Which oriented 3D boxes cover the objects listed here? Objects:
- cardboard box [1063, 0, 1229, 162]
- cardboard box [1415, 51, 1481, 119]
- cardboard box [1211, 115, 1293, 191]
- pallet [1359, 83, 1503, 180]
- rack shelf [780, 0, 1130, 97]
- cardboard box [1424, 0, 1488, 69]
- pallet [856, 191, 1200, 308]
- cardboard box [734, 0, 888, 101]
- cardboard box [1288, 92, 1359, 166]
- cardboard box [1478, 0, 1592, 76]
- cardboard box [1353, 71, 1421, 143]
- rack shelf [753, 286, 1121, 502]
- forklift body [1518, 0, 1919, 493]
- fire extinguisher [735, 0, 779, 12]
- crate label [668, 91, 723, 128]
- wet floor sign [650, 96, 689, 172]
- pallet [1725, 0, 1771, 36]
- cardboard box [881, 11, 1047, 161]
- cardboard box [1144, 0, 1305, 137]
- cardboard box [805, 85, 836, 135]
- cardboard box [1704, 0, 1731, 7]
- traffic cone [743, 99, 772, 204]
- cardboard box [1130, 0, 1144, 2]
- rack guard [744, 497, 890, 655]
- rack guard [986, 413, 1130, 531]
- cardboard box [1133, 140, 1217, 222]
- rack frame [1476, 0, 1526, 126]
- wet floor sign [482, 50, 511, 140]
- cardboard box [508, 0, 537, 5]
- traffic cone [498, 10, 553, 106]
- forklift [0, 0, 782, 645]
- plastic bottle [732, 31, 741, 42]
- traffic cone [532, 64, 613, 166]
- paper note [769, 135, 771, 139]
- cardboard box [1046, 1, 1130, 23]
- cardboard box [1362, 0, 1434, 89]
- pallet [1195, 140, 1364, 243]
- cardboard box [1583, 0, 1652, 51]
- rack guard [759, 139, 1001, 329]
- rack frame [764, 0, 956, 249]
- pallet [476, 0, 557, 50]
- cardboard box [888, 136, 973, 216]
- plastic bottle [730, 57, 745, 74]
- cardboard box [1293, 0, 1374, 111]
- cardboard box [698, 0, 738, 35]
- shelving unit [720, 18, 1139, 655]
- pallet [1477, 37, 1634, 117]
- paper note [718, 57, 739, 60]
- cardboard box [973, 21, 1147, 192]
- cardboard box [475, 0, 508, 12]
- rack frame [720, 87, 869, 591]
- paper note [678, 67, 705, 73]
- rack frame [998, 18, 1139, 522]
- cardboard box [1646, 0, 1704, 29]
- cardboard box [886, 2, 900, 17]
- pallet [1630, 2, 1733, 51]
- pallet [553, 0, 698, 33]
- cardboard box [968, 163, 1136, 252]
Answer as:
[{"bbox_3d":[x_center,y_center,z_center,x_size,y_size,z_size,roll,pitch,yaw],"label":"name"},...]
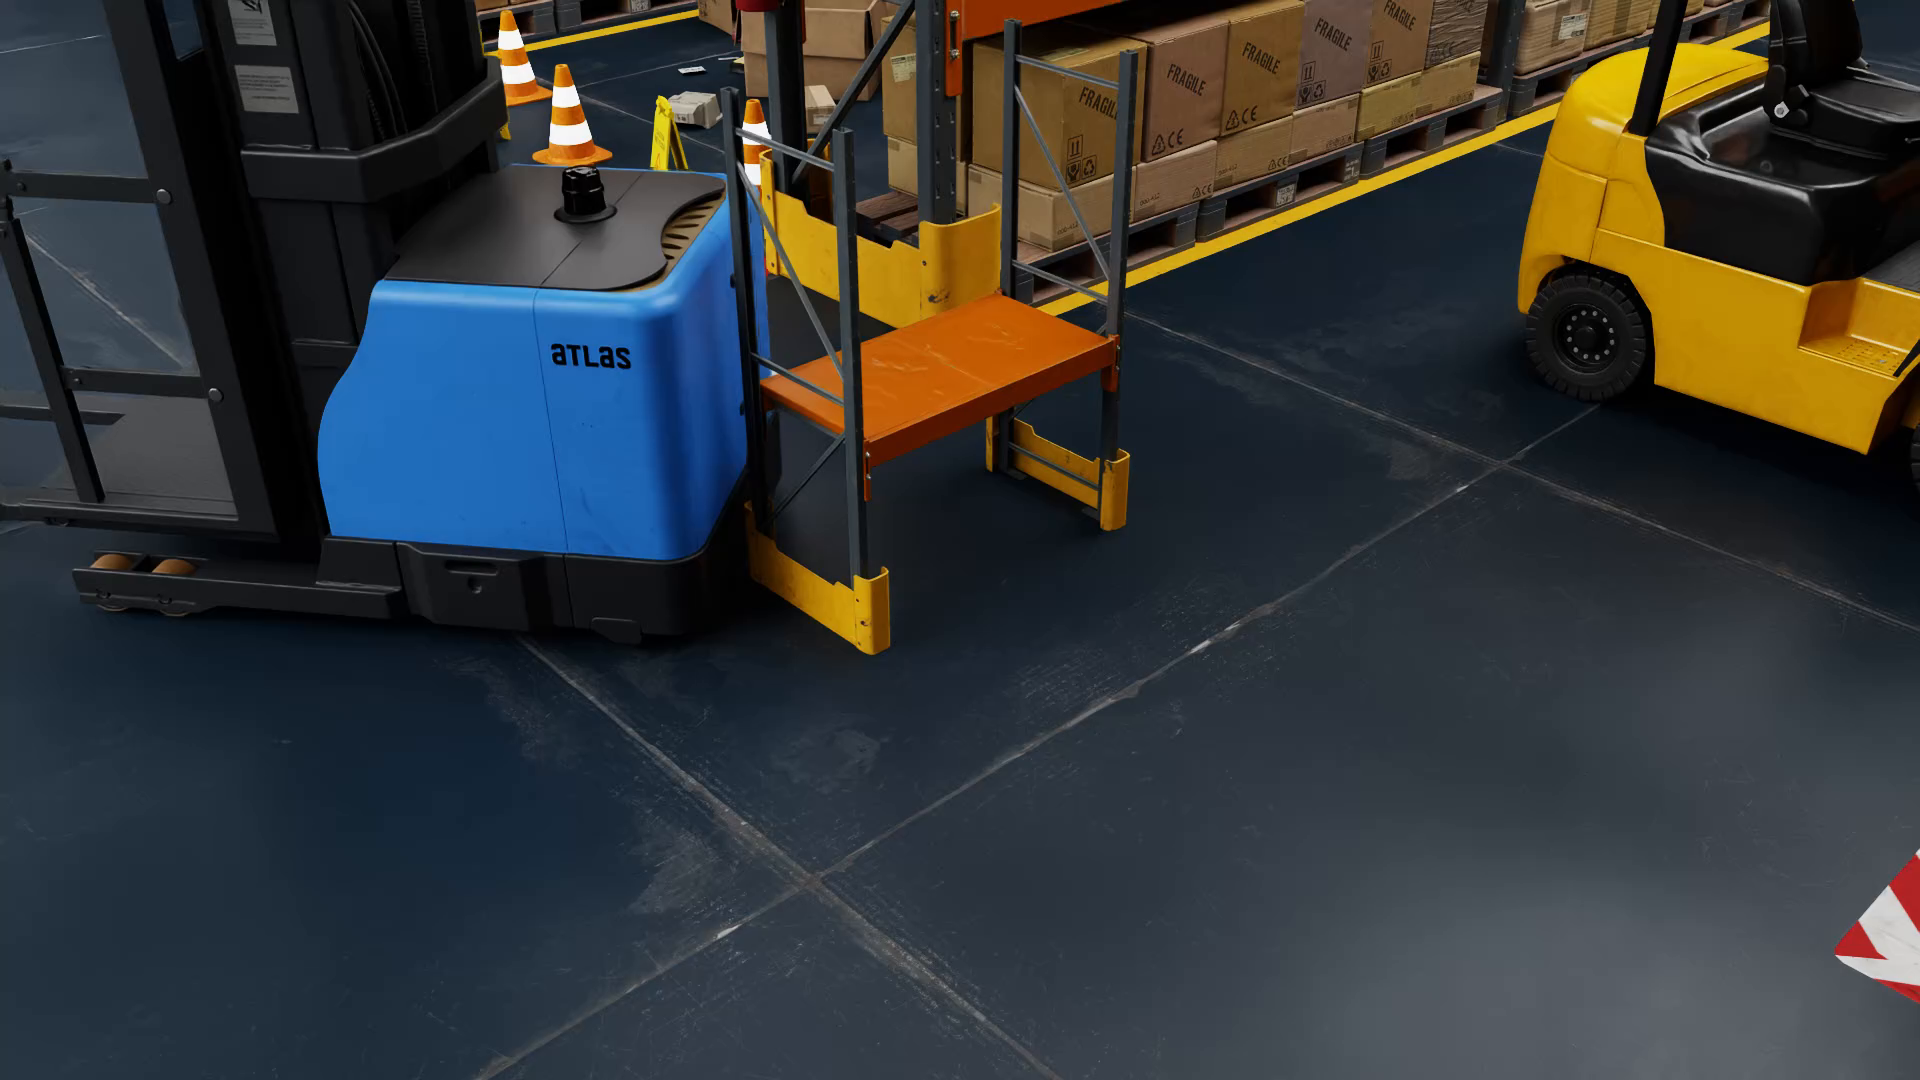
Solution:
[{"bbox_3d":[0.782,-1.969,7.110,0.500,0.500,0.500,-28,41,-37],"label":"cardboard box"},{"bbox_3d":[2.287,-2.380,8.499,0.500,0.250,0.500,-24,39,-33],"label":"cardboard box"},{"bbox_3d":[1.155,-1.830,7.601,0.500,0.250,0.500,-23,38,-32],"label":"cardboard box"},{"bbox_3d":[2.070,-2.245,8.719,1.213,0.211,1.003,-26,40,-35],"label":"pallet"},{"bbox_3d":[1.071,-2.670,7.430,4.000,0.370,1.077,-26,40,-35],"label":"rack shelf"},{"bbox_3d":[2.287,-2.700,8.304,0.500,0.500,0.500,-26,40,-36],"label":"cardboard box"},{"bbox_3d":[0.280,-1.379,7.303,1.213,0.211,1.003,-26,40,-35],"label":"pallet"},{"bbox_3d":[-0.829,-2.794,9.336,0.797,0.503,0.637,4,32,6],"label":"cardboard box"},{"bbox_3d":[1.528,-2.008,7.892,0.500,0.250,0.500,-25,39,-35],"label":"cardboard box"},{"bbox_3d":[2.921,-2.931,9.285,0.625,0.372,0.950,-25,39,-35],"label":"cardboard box"},{"bbox_3d":[1.904,-2.187,8.184,0.500,0.250,0.500,-27,41,-37],"label":"cardboard box"},{"bbox_3d":[-0.062,-0.456,4.903,1.000,0.185,0.538,-26,40,-35],"label":"rack shelf"},{"bbox_3d":[3.133,-1.378,5.442,1.214,2.155,2.313,-26,40,-35],"label":"forklift body"},{"bbox_3d":[-0.792,-2.370,6.325,0.183,0.674,0.296,-26,40,-35],"label":"fire extinguisher"},{"bbox_3d":[-1.427,-2.299,8.878,0.250,0.136,0.298,9,33,15],"label":"crate label"},{"bbox_3d":[-1.262,-1.605,7.256,0.232,0.644,0.267,-12,34,-19],"label":"wet floor sign"},{"bbox_3d":[4.897,-3.639,10.998,1.213,0.211,1.003,-26,40,-35],"label":"pallet"},{"bbox_3d":[0.015,-1.977,7.123,0.500,0.500,0.500,-26,40,-35],"label":"cardboard box"},{"bbox_3d":[1.155,-2.144,7.396,0.500,0.500,0.500,-25,39,-35],"label":"cardboard box"},{"bbox_3d":[-0.808,-2.288,8.850,0.250,0.149,0.380,-7,32,-11],"label":"cardboard box"},{"bbox_3d":[4.514,-3.702,10.545,0.625,0.372,0.950,-27,40,-36],"label":"cardboard box"},{"bbox_3d":[-0.957,-1.831,7.801,0.334,0.463,0.336,-26,40,-35],"label":"traffic cone"},{"bbox_3d":[0.770,-2.340,7.716,0.500,0.500,0.500,-27,40,-36],"label":"cardboard box"},{"bbox_3d":[-0.420,0.097,4.852,0.087,0.250,0.587,-26,40,-35],"label":"rack guard"},{"bbox_3d":[0.310,-0.256,5.429,0.087,0.250,0.587,-26,40,-35],"label":"rack guard"},{"bbox_3d":[0.764,-1.632,7.277,0.500,0.250,0.500,-24,39,-34],"label":"cardboard box"},{"bbox_3d":[2.538,-3.686,8.403,0.127,3.000,1.000,-26,40,-35],"label":"rack frame"},{"bbox_3d":[-2.510,-2.353,8.479,0.267,0.644,0.232,22,37,31],"label":"wet floor sign"},{"bbox_3d":[-2.739,-3.976,10.512,0.875,0.875,0.875,-27,40,-36],"label":"cardboard box"},{"bbox_3d":[-2.480,-2.688,9.202,0.334,0.463,0.336,-26,40,-35],"label":"traffic cone"},{"bbox_3d":[-2.144,-1.293,4.556,3.031,2.935,1.130,4,32,7],"label":"forklift"},{"bbox_3d":[-1.254,-3.107,10.273,0.283,0.061,0.133,15,34,23],"label":"plastic bottle"},{"bbox_3d":[-1.961,-2.135,8.298,0.334,0.463,0.336,-26,40,-35],"label":"traffic cone"},{"bbox_3d":[-1.055,-2.097,8.651,0.148,0.019,0.142,15,34,23],"label":"paper note"},{"bbox_3d":[0.395,-2.164,7.427,0.500,0.500,0.500,-24,39,-34],"label":"cardboard box"},{"bbox_3d":[1.915,-2.519,8.008,0.500,0.500,0.500,-25,39,-35],"label":"cardboard box"},{"bbox_3d":[1.175,-1.810,8.007,1.213,0.211,1.003,-26,40,-35],"label":"pallet"},{"bbox_3d":[3.446,-3.187,9.704,0.625,0.372,0.950,-23,38,-33],"label":"cardboard box"},{"bbox_3d":[-0.339,-1.228,6.779,0.348,0.500,1.175,-26,40,-35],"label":"rack guard"},{"bbox_3d":[-0.395,-2.267,6.083,0.127,3.000,1.000,-26,40,-35],"label":"rack frame"},{"bbox_3d":[-3.302,-3.249,10.361,1.213,0.211,1.003,-26,40,-35],"label":"pallet"},{"bbox_3d":[0.032,-1.672,7.341,0.500,0.250,0.500,-26,40,-36],"label":"cardboard box"},{"bbox_3d":[-1.224,-2.810,9.787,0.133,0.061,0.283,15,34,23],"label":"plastic bottle"},{"bbox_3d":[1.541,-2.337,7.711,0.500,0.500,0.500,-23,39,-33],"label":"cardboard box"},{"bbox_3d":[-1.342,-3.535,10.550,0.500,0.500,0.500,-19,36,-28],"label":"cardboard box"},{"bbox_3d":[-0.056,-0.613,4.815,1.083,1.500,0.587,-26,40,-35],"label":"shelving unit"},{"bbox_3d":[3.108,-2.773,9.583,1.213,0.211,1.003,-26,40,-35],"label":"pallet"},{"bbox_3d":[-1.383,-2.883,9.955,0.123,0.001,0.032,-7,32,-11],"label":"paper note"},{"bbox_3d":[0.401,-1.782,6.804,0.500,0.500,0.500,-27,41,-37],"label":"cardboard box"},{"bbox_3d":[-3.383,-3.664,10.000,0.875,0.875,0.875,-26,40,-35],"label":"cardboard box"},{"bbox_3d":[-0.435,-0.429,4.514,0.032,1.500,0.500,-26,40,-35],"label":"rack frame"},{"bbox_3d":[-1.561,-2.750,9.719,0.142,0.017,0.144,-12,34,-19],"label":"paper note"},{"bbox_3d":[0.310,-0.790,5.104,0.032,1.500,0.500,-26,40,-35],"label":"rack frame"},{"bbox_3d":[3.954,-3.435,10.108,0.625,0.372,0.950,-24,39,-34],"label":"cardboard box"},{"bbox_3d":[-0.148,-3.187,9.849,0.503,0.637,0.797,-26,40,-35],"label":"cardboard box"},{"bbox_3d":[4.003,-3.208,10.294,1.213,0.211,1.003,-26,40,-35],"label":"pallet"},{"bbox_3d":[-2.407,-3.679,11.065,1.213,0.211,1.003,-26,40,-35],"label":"pallet"},{"bbox_3d":[0.384,-1.454,6.985,0.500,0.250,0.500,-26,40,-36],"label":"cardboard box"}]
